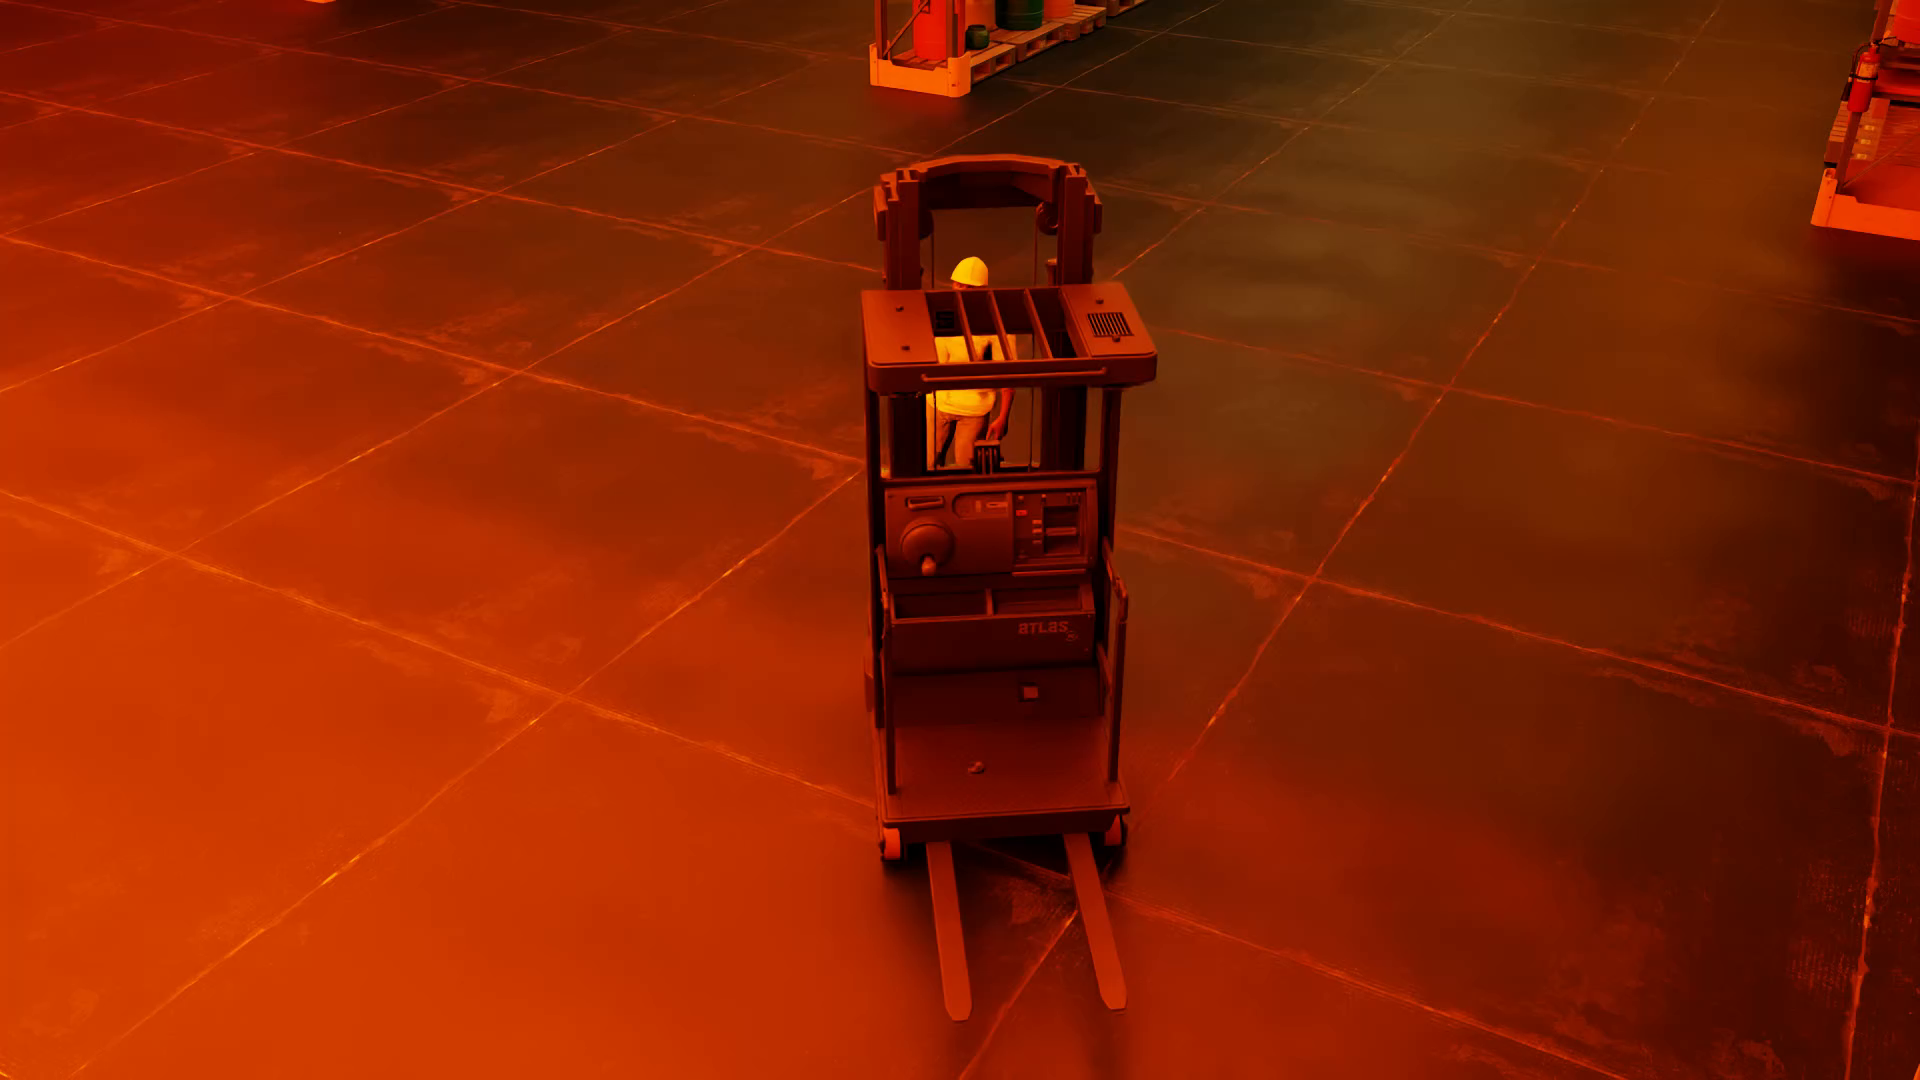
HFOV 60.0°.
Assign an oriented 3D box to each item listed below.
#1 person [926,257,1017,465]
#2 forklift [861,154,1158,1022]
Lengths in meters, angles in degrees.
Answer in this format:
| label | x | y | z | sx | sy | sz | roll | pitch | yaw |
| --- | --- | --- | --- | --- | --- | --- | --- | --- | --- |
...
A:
| label | x | y | z | sx | sy | sz | roll | pitch | yaw |
| --- | --- | --- | --- | --- | --- | --- | --- | --- | --- |
| person | -0.038 | -0.742 | 9.507 | 0.666 | 1.768 | 0.575 | 15 | 33 | 25 |
| forklift | 0.162 | -0.003 | 7.075 | 1.130 | 2.935 | 3.031 | -3 | 30 | -5 |
